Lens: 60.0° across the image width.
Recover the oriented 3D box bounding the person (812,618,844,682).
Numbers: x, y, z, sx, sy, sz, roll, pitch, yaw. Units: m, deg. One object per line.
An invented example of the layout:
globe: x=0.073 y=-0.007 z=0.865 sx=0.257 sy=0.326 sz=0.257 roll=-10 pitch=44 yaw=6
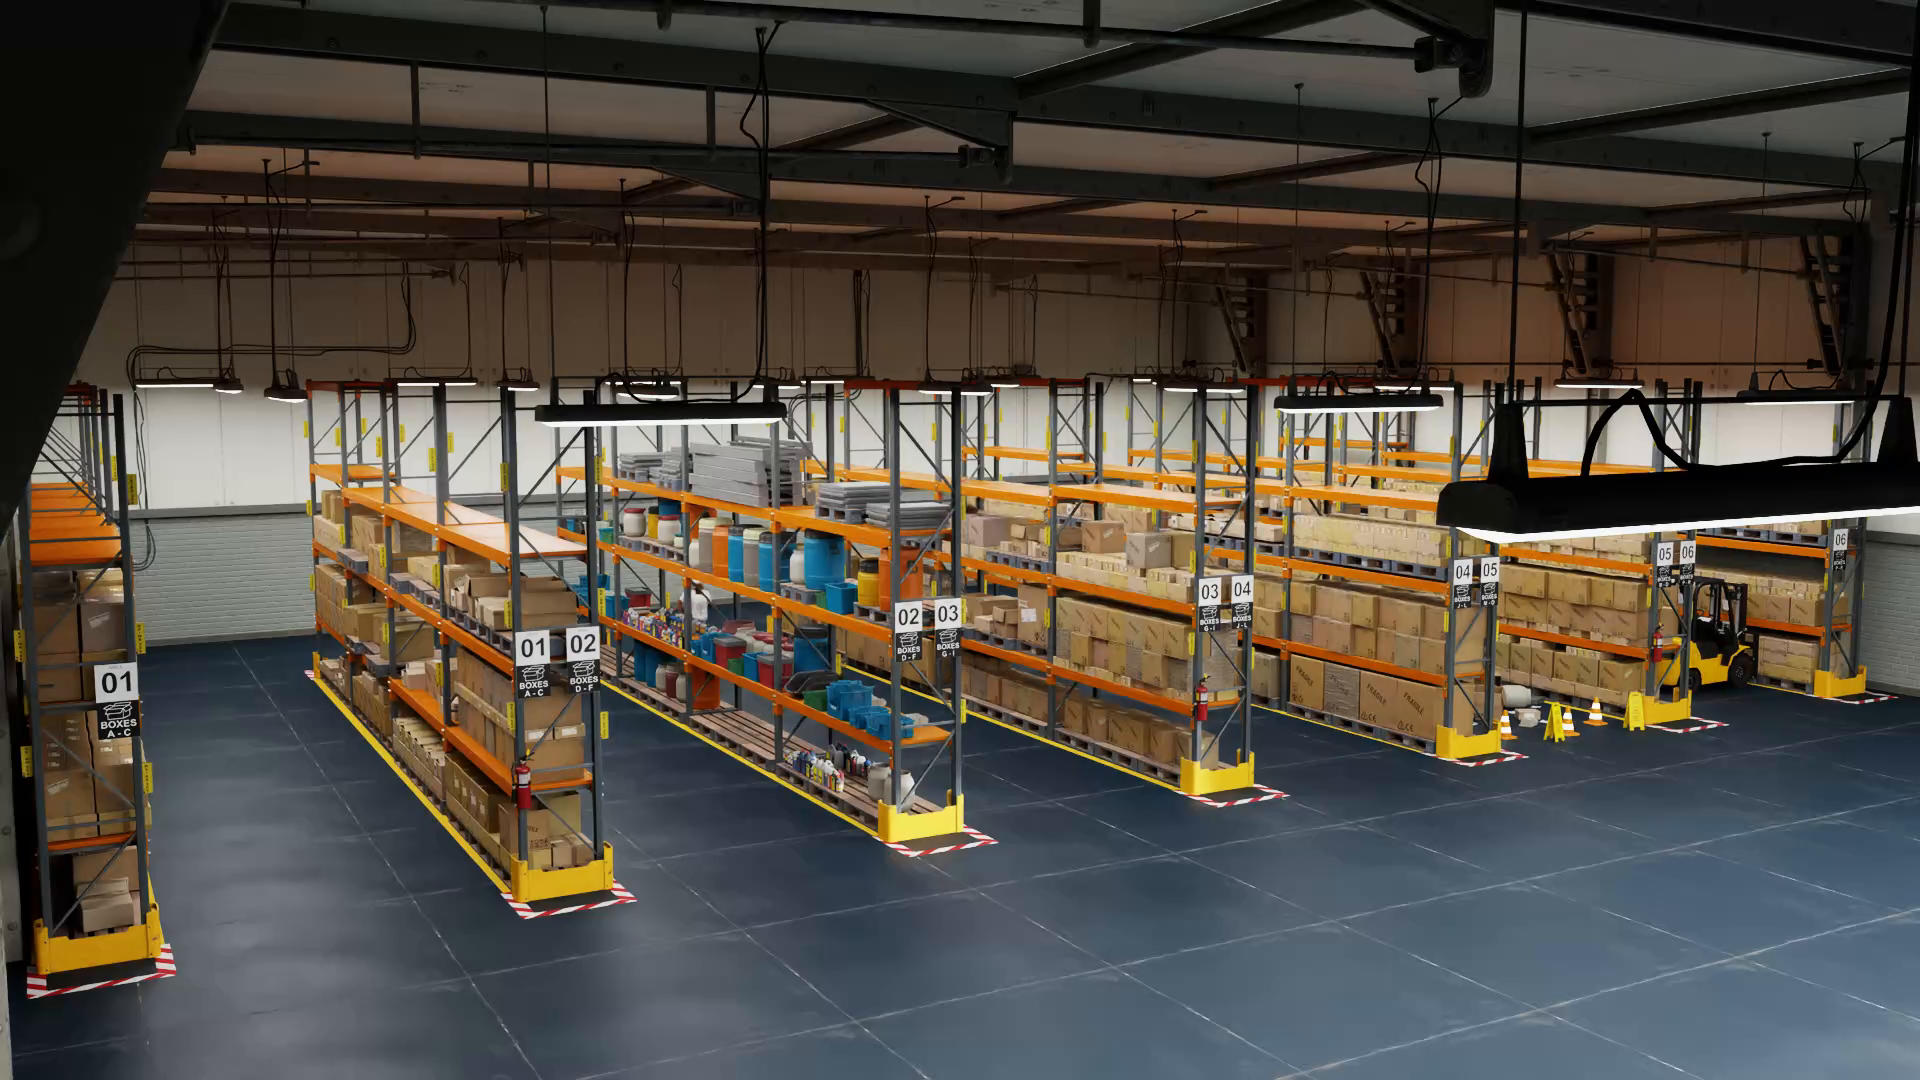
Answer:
person: x=-2.316 y=2.112 z=29.479 sx=0.661 sy=1.689 sz=0.653 roll=2 pitch=6 yaw=18

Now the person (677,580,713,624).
person: x=-5.568 y=1.665 z=35.385 sx=0.756 sy=1.736 sz=1.016 roll=-4 pitch=7 yaw=-31
